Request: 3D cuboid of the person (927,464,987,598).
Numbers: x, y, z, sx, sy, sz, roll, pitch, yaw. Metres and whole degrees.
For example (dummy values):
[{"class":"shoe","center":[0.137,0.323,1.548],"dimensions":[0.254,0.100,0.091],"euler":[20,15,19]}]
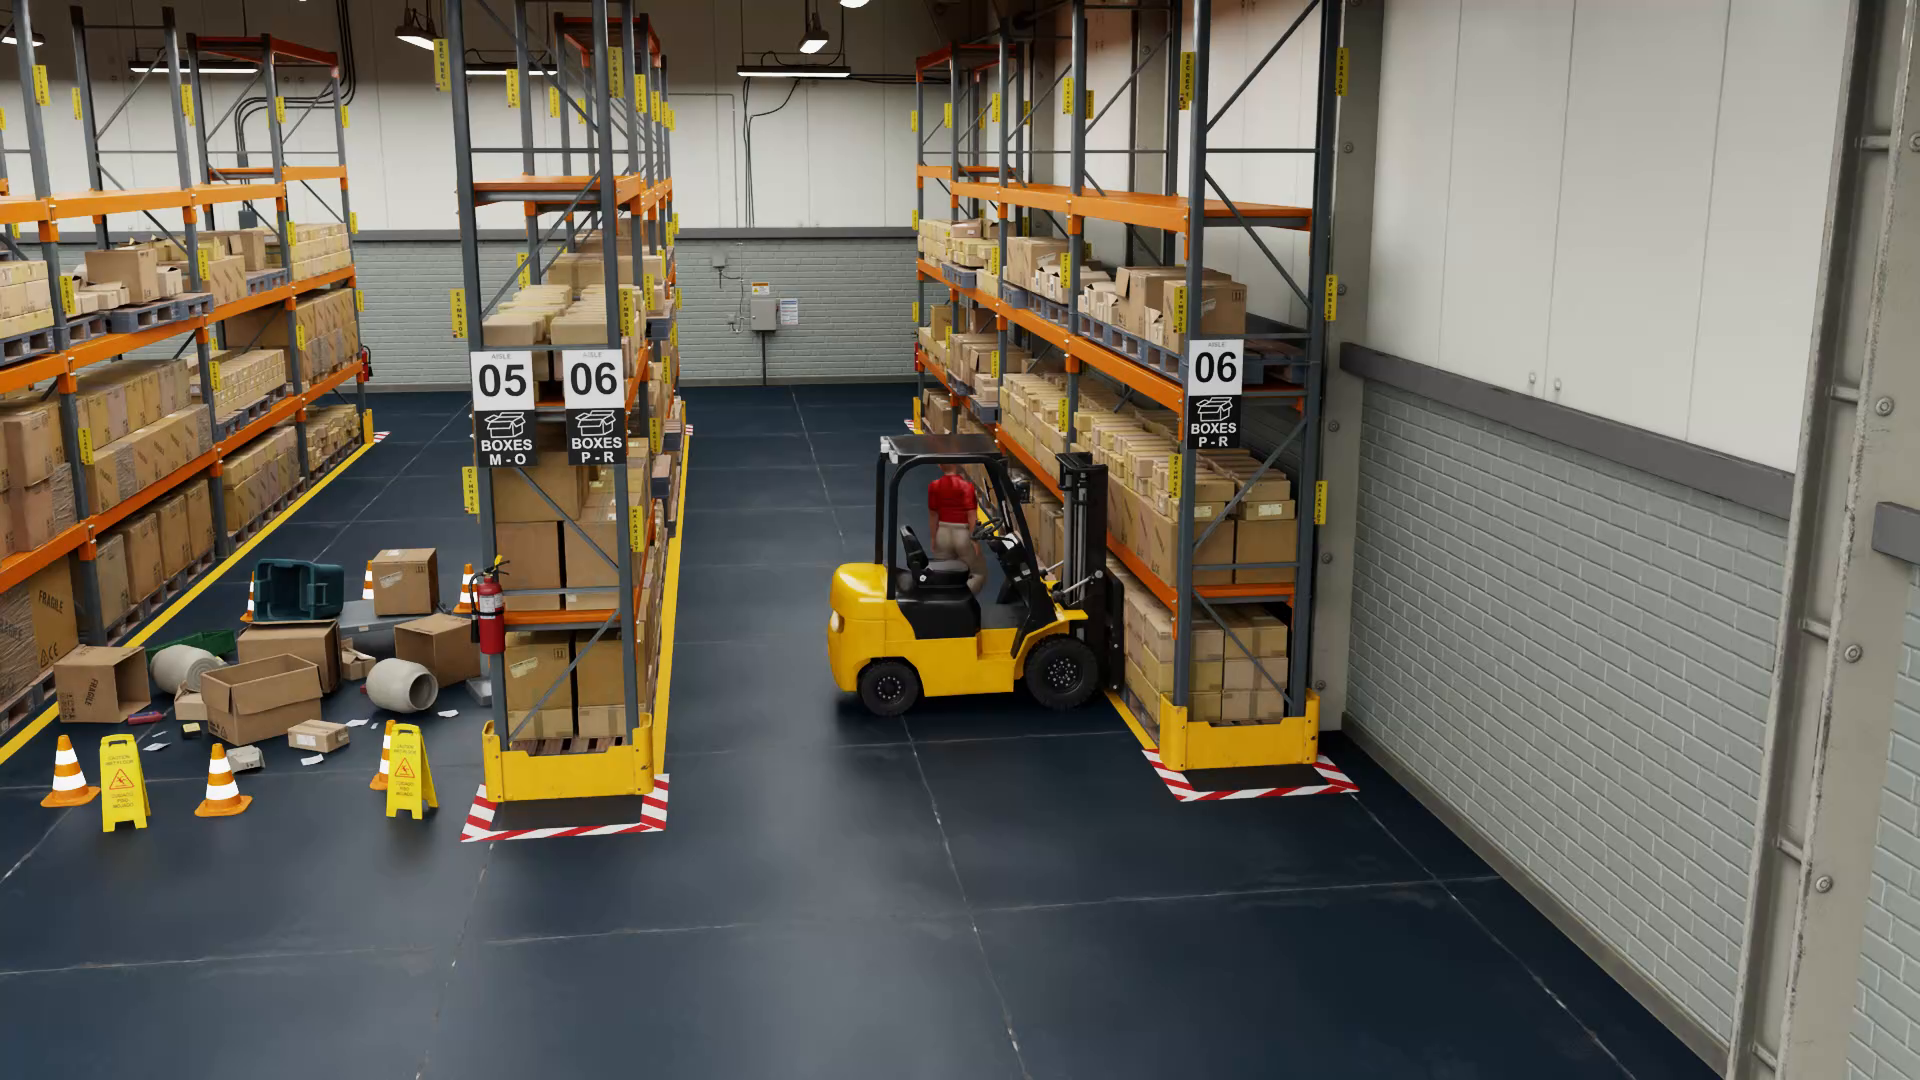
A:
[{"class":"person","center":[-0.052,0.015,15.896],"dimensions":[0.560,1.727,0.464],"euler":[6,15,26]}]
